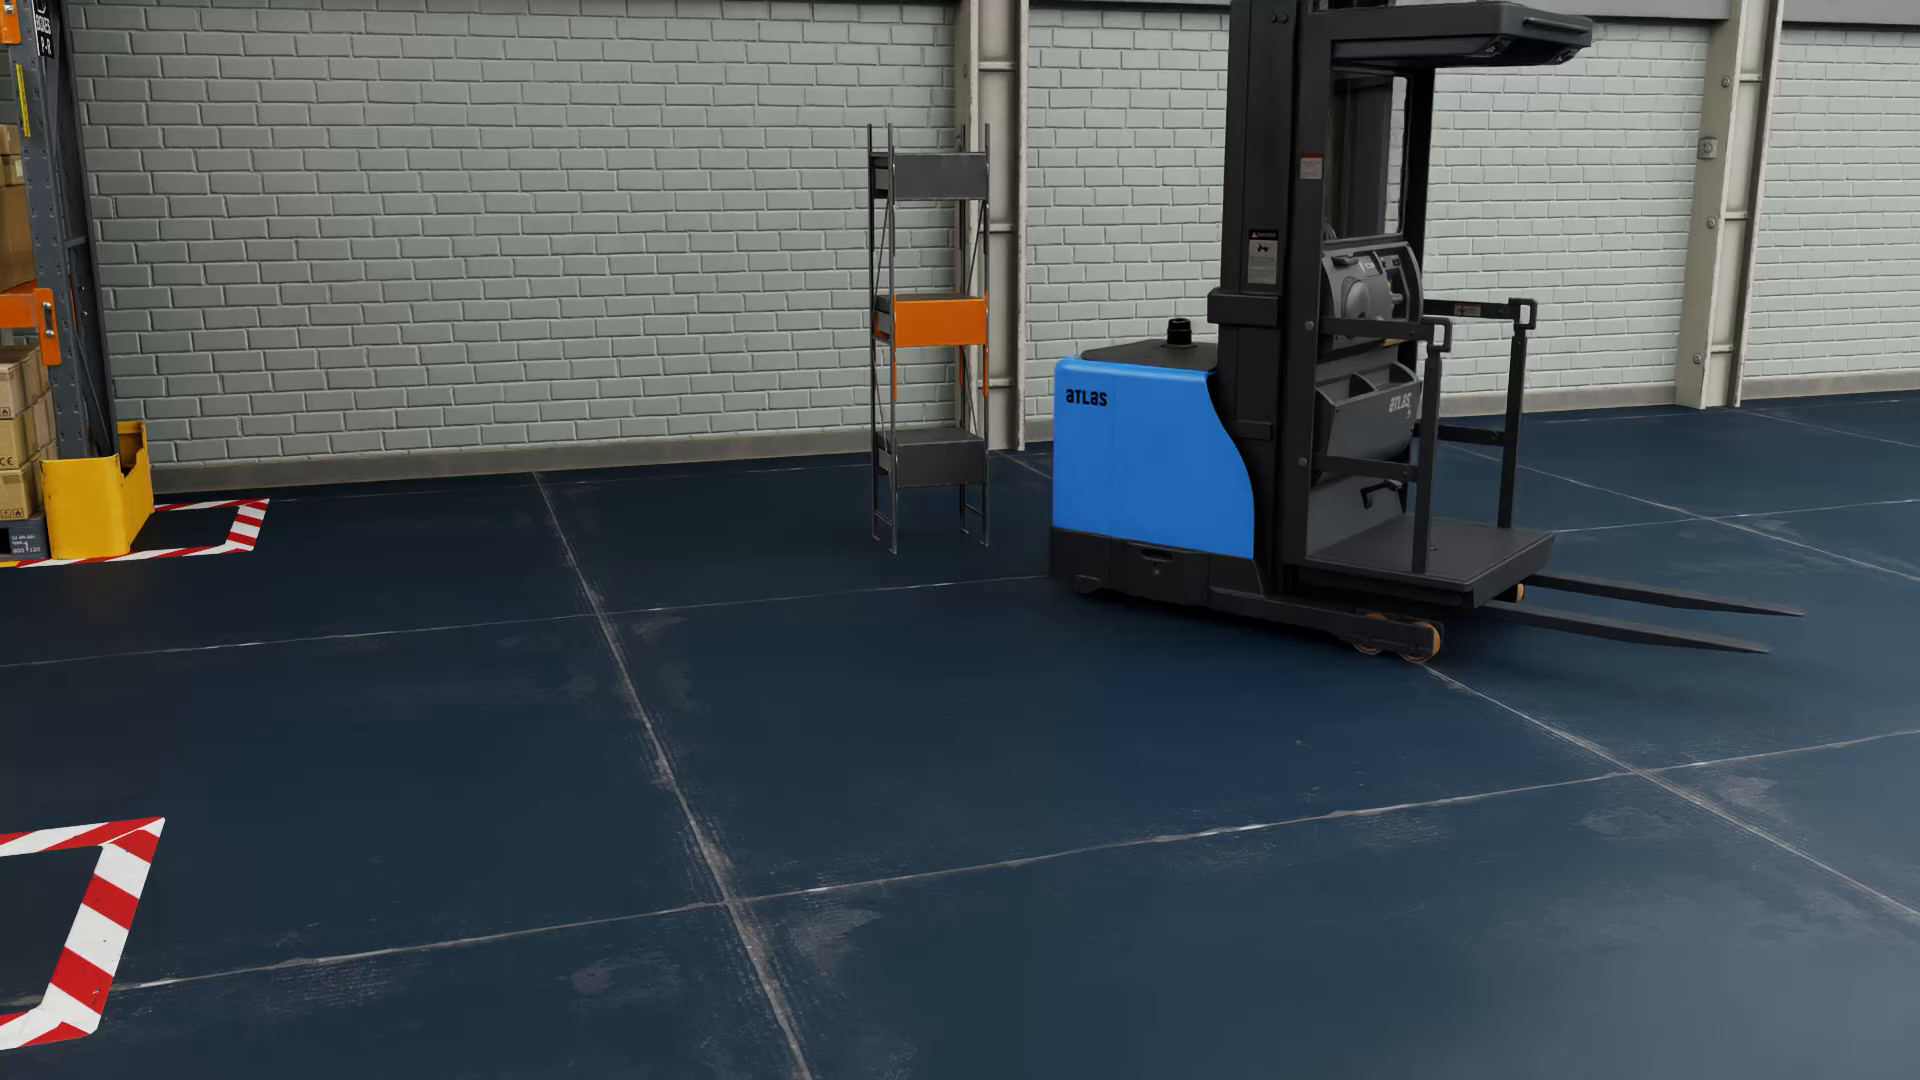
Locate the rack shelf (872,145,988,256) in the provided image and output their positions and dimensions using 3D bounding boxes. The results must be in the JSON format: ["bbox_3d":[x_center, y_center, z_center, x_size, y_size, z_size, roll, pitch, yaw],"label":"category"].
[{"bbox_3d":[-0.157,-1.677,8.190,0.480,0.518,0.431,-4,14,-18],"label":"rack shelf"}]

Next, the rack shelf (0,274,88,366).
[{"bbox_3d":[-6.434,-0.996,7.903,4.000,0.370,1.077,-4,14,-18],"label":"rack shelf"}]

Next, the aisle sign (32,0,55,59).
[{"bbox_3d":[-4.382,-2.699,7.889,0.004,0.787,0.394,-4,14,-18],"label":"aisle sign"}]

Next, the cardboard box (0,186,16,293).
[{"bbox_3d":[-4.921,-1.448,8.034,0.500,0.500,0.500,-5,14,-19],"label":"cardboard box"}]

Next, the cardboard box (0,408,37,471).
[{"bbox_3d":[-4.900,-0.499,8.213,0.500,0.250,0.500,-5,14,-19],"label":"cardboard box"}]

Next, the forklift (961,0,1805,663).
[{"bbox_3d":[1.479,-1.147,7.130,4.060,2.935,1.130,10,17,35],"label":"forklift"}]

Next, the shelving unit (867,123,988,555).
[{"bbox_3d":[-0.159,-1.009,8.348,0.499,2.100,0.431,-4,14,-18],"label":"shelving unit"}]

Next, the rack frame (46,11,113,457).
[{"bbox_3d":[-4.537,-1.493,8.438,0.053,2.616,0.949,-4,14,-18],"label":"rack frame"}]

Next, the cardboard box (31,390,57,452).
[{"bbox_3d":[-5.050,-0.614,8.698,0.500,0.250,0.500,-4,14,-17],"label":"cardboard box"}]

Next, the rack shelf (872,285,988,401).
[{"bbox_3d":[-0.157,-0.996,8.352,0.480,0.518,0.431,-4,14,-18],"label":"rack shelf"}]

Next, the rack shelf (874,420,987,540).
[{"bbox_3d":[-0.157,-0.315,8.514,0.480,0.518,0.431,-4,14,-18],"label":"rack shelf"}]

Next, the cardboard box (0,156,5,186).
[{"bbox_3d":[-4.777,-1.771,7.988,0.250,0.149,0.380,-4,14,-17],"label":"cardboard box"}]

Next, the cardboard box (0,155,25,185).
[{"bbox_3d":[-4.942,-1.890,8.488,0.250,0.149,0.380,-5,14,-20],"label":"cardboard box"}]

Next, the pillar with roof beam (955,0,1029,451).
[{"bbox_3d":[1.574,-4.057,6.254,0.400,9.000,9.100,-4,14,-18],"label":"pillar with roof beam"}]

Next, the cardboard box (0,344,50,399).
[{"bbox_3d":[-5.054,-0.853,8.620,0.500,0.250,0.500,-5,14,-19],"label":"cardboard box"}]

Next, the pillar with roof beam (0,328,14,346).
[{"bbox_3d":[-4.112,-3.614,4.392,0.400,9.000,9.100,-4,14,-18],"label":"pillar with roof beam"}]

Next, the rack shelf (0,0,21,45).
[{"bbox_3d":[-6.434,-2.455,7.556,4.000,0.370,1.077,-4,14,-18],"label":"rack shelf"}]

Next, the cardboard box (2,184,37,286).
[{"bbox_3d":[-5.096,-1.567,8.531,0.500,0.500,0.500,-4,14,-16],"label":"cardboard box"}]

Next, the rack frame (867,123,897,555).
[{"bbox_3d":[-0.388,-0.991,8.273,0.015,2.100,0.400,-4,14,-18],"label":"rack frame"}]

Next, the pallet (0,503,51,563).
[{"bbox_3d":[-5.249,-0.072,8.487,1.213,0.211,1.003,-4,14,-18],"label":"pallet"}]

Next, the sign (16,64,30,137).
[{"bbox_3d":[-4.378,-2.052,7.775,0.005,0.325,0.100,-4,14,-18],"label":"sign"}]

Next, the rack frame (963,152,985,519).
[{"bbox_3d":[0.074,-1.028,8.425,0.006,1.831,0.380,-4,14,-18],"label":"rack frame"}]

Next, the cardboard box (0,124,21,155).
[{"bbox_3d":[-4.924,-2.025,8.412,0.250,0.149,0.380,-5,14,-19],"label":"cardboard box"}]

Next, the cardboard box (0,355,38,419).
[{"bbox_3d":[-4.875,-0.744,8.164,0.500,0.250,0.500,-4,14,-16],"label":"cardboard box"}]
